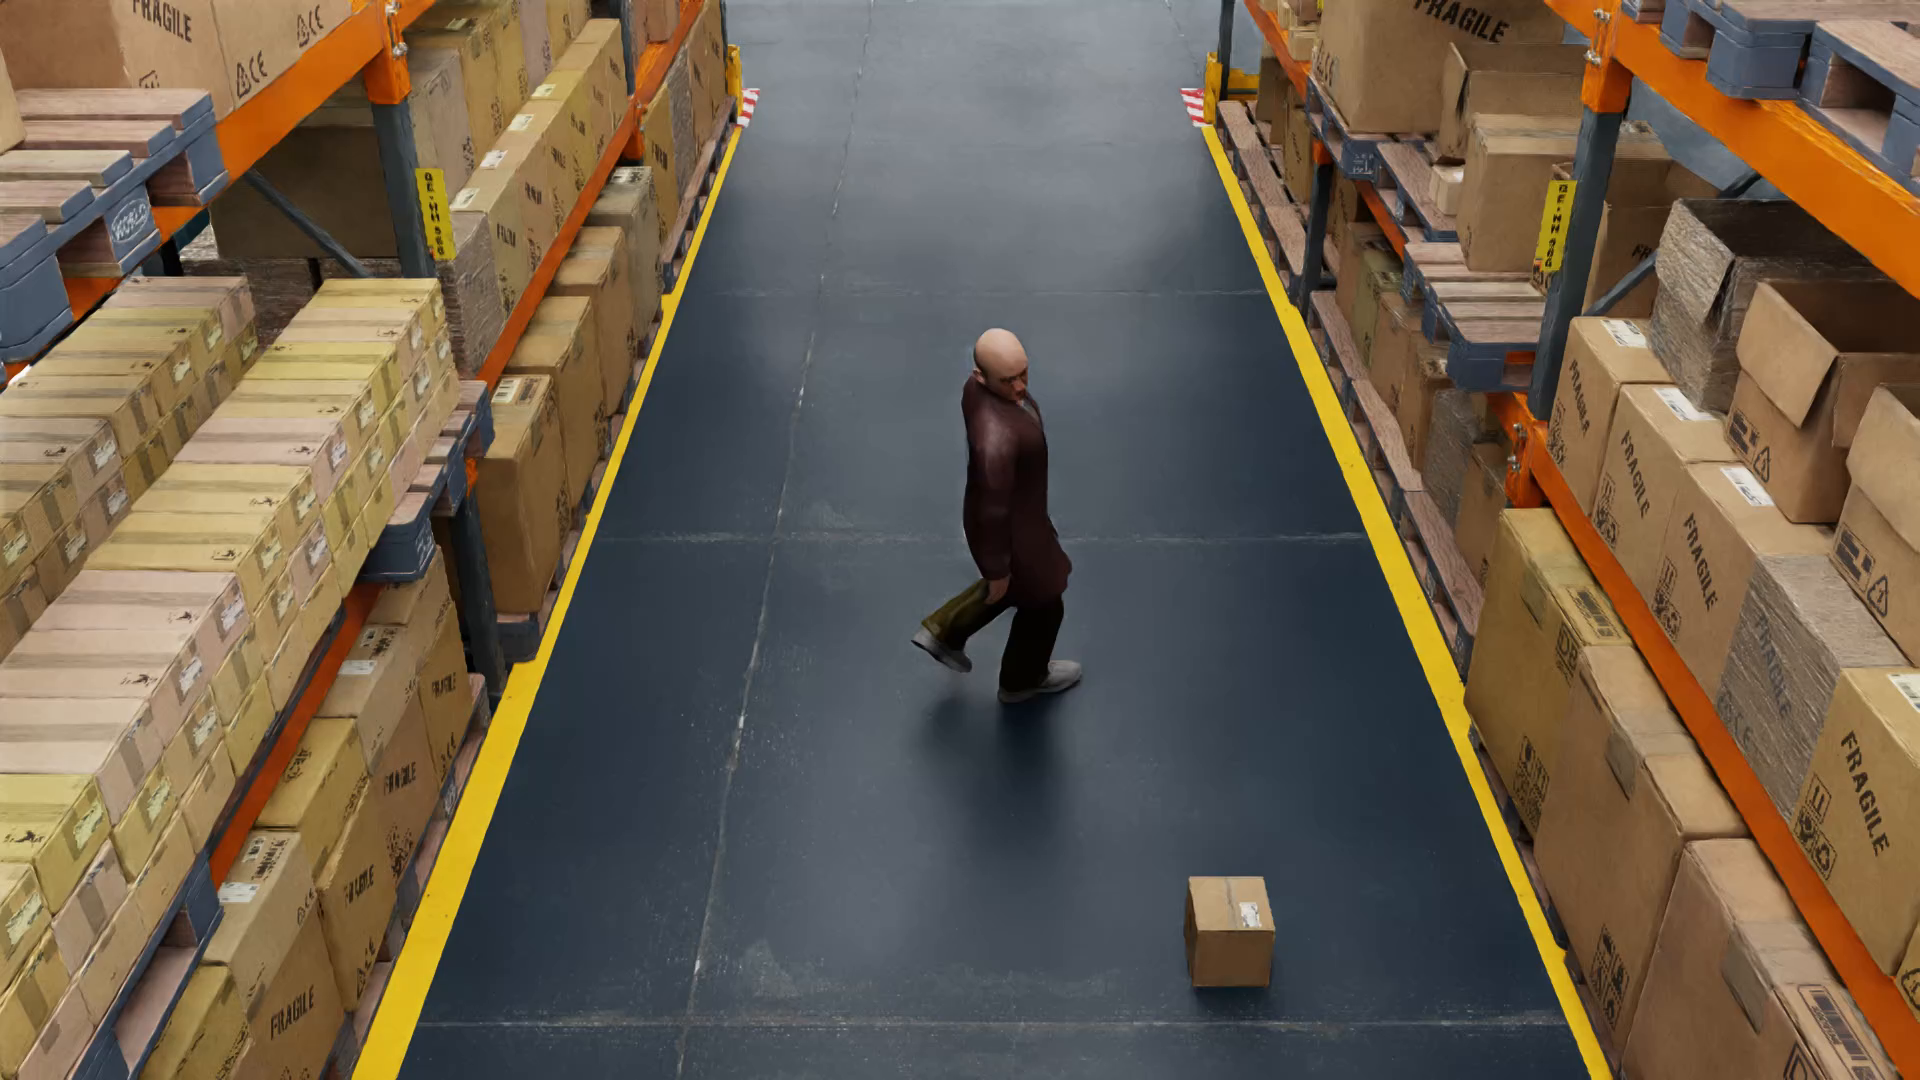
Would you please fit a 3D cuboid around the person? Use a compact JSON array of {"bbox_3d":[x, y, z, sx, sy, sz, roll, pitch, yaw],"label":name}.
[{"bbox_3d":[0.185,-0.035,6.250,0.713,1.734,0.632,-5,32,-9],"label":"person"}]
